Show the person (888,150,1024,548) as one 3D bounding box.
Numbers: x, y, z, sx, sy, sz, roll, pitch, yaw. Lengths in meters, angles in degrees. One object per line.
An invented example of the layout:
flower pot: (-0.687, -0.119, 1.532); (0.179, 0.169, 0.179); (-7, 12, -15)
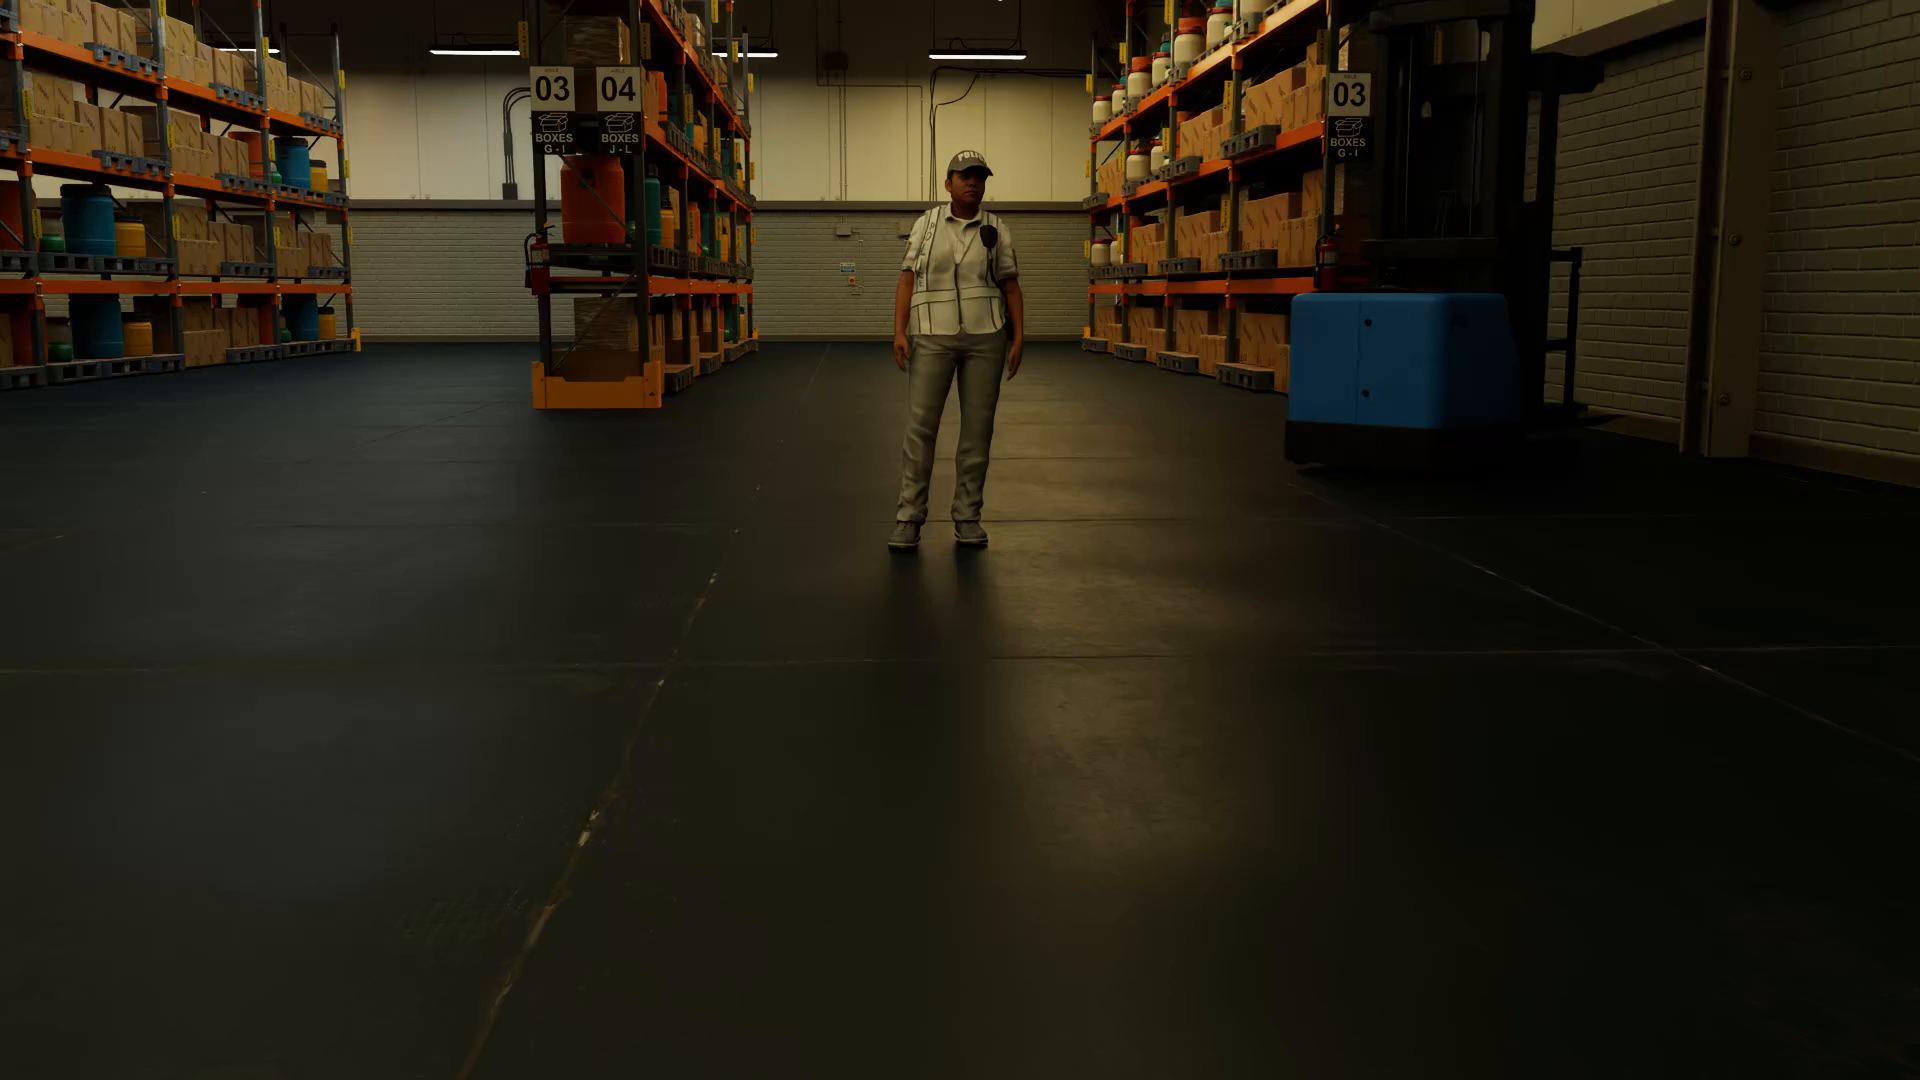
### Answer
person: (-0.018, -0.821, 7.109); (0.598, 1.670, 0.529); (-1, 8, -4)

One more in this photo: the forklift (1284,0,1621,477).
forklift: (3.356, -1.976, 10.641); (1.130, 2.935, 3.031); (8, 12, 43)
